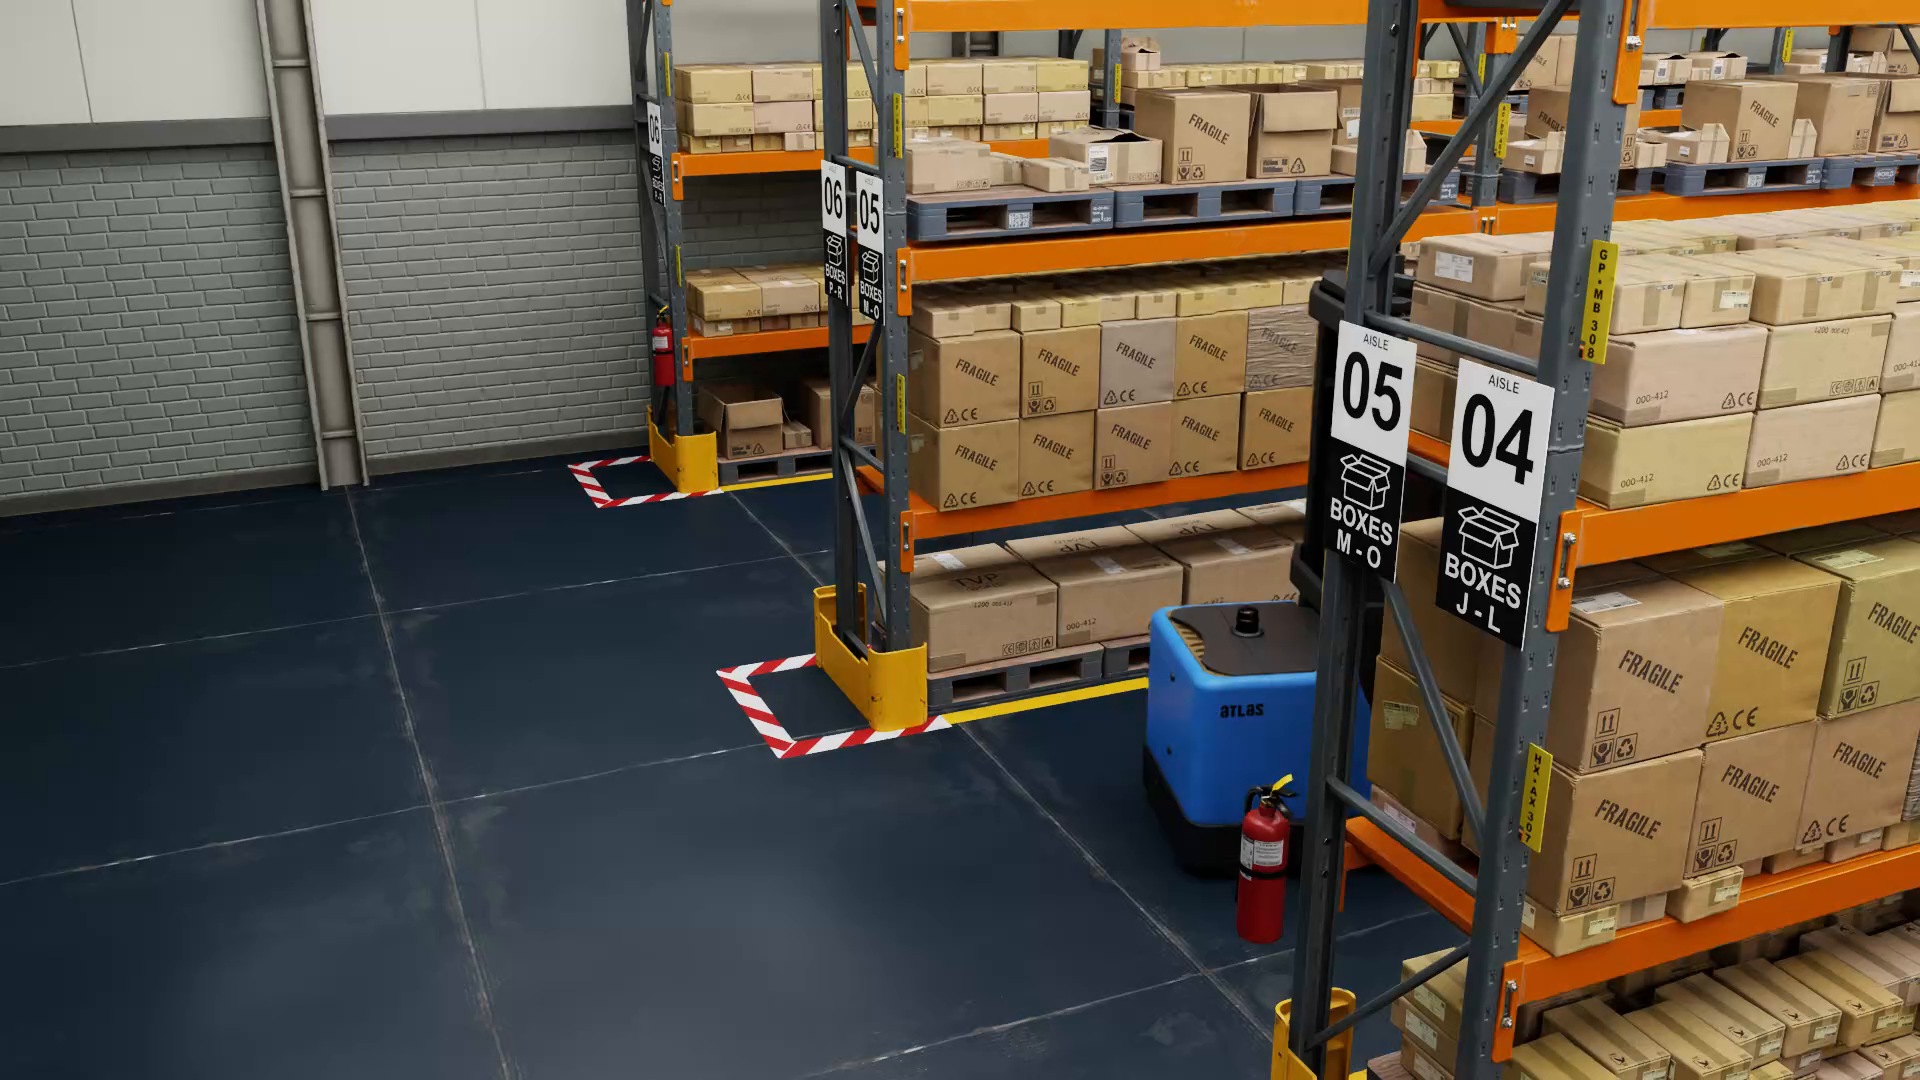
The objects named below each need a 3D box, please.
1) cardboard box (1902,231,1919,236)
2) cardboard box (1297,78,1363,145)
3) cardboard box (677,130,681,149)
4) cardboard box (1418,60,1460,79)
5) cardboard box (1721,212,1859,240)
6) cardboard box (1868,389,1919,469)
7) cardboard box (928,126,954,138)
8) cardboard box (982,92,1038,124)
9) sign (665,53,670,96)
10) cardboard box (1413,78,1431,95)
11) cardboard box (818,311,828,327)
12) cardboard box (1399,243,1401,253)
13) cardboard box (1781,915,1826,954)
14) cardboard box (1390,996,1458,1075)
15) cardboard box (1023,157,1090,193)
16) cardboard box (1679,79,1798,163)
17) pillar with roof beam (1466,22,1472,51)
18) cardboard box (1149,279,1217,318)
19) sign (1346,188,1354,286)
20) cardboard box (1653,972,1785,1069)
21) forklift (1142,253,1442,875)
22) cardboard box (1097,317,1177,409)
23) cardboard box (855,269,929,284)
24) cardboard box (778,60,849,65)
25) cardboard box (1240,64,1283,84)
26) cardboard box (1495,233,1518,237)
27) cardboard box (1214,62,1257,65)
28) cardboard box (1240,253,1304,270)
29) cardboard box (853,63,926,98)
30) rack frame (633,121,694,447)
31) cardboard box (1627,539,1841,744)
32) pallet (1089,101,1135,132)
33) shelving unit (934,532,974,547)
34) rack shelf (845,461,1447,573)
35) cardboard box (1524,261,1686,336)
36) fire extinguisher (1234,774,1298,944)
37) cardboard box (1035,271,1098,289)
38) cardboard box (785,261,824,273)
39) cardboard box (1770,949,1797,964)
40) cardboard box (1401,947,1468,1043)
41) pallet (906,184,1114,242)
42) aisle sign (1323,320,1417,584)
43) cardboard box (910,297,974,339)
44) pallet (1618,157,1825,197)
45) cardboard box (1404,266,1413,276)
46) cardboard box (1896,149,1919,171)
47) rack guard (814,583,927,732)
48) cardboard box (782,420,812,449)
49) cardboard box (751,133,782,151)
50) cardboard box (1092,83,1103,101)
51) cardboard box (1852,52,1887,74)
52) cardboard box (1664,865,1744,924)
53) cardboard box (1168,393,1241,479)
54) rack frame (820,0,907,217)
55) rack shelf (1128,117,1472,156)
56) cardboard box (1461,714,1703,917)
[{"bbox_3d":[3.337,-0.919,5.471,0.250,0.149,0.380,-7,21,-20],"label":"cardboard box"},{"bbox_3d":[2.508,-2.699,10.720,0.500,0.500,0.500,-8,21,-21],"label":"cardboard box"},{"bbox_3d":[-2.309,-3.401,14.026,0.250,0.149,0.380,-8,21,-20],"label":"cardboard box"},{"bbox_3d":[4.636,-4.581,16.177,0.250,0.149,0.380,-7,21,-20],"label":"cardboard box"},{"bbox_3d":[2.889,-1.042,5.822,0.250,0.149,0.380,-8,21,-21],"label":"cardboard box"},{"bbox_3d":[2.978,-0.447,5.485,0.500,0.250,0.500,-9,21,-24],"label":"cardboard box"},{"bbox_3d":[-0.241,-3.521,14.367,0.250,0.149,0.380,-8,21,-21],"label":"cardboard box"},{"bbox_3d":[0.345,-3.791,14.533,0.500,0.250,0.500,-9,21,-24],"label":"cardboard box"},{"bbox_3d":[-2.296,-3.653,13.049,0.005,0.325,0.100,-8,21,-22],"label":"sign"},{"bbox_3d":[4.359,-4.428,16.191,0.250,0.149,0.380,-9,21,-23],"label":"cardboard box"},{"bbox_3d":[-1.160,-1.977,14.498,0.250,0.149,0.380,-8,21,-21],"label":"cardboard box"},{"bbox_3d":[3.994,-2.934,16.432,0.500,0.250,0.500,-9,21,-24],"label":"cardboard box"},{"bbox_3d":[3.341,1.537,6.903,0.250,0.149,0.380,-8,21,-22],"label":"cardboard box"},{"bbox_3d":[1.883,1.868,6.414,0.250,0.149,0.380,-9,21,-23],"label":"cardboard box"},{"bbox_3d":[0.549,-2.093,9.529,0.250,0.149,0.380,-7,21,-20],"label":"cardboard box"},{"bbox_3d":[5.301,-2.871,11.359,0.500,0.500,0.500,-8,21,-21],"label":"cardboard box"},{"bbox_3d":[7.380,-5.007,13.694,0.400,9.000,9.100,-8,21,-22],"label":"pillar with roof beam"},{"bbox_3d":[1.335,-1.457,10.010,0.250,0.149,0.380,-9,21,-23],"label":"cardboard box"},{"bbox_3d":[1.310,-0.987,5.458,0.005,0.325,0.100,-8,21,-22],"label":"sign"},{"bbox_3d":[2.810,1.794,6.176,0.250,0.149,0.380,-9,21,-25],"label":"cardboard box"},{"bbox_3d":[2.551,0.073,8.402,3.031,2.935,1.130,-3,20,-7],"label":"forklift"},{"bbox_3d":[0.953,-1.114,10.013,0.500,0.500,0.500,-8,21,-22],"label":"cardboard box"},{"bbox_3d":[-0.600,-2.247,14.664,0.500,0.250,0.500,-9,21,-23],"label":"cardboard box"},{"bbox_3d":[-1.267,-3.995,14.360,0.500,0.250,0.500,-8,21,-21],"label":"cardboard box"},{"bbox_3d":[2.766,-4.296,15.337,0.250,0.149,0.380,-8,21,-22],"label":"cardboard box"},{"bbox_3d":[5.349,-3.185,17.026,0.500,0.250,0.500,-8,21,-22],"label":"cardboard box"},{"bbox_3d":[2.598,-4.429,15.716,0.250,0.149,0.380,-8,21,-22],"label":"cardboard box"},{"bbox_3d":[2.039,-1.768,10.894,0.250,0.149,0.380,-8,21,-22],"label":"cardboard box"},{"bbox_3d":[-0.610,-3.895,14.077,0.500,0.250,0.500,-8,21,-20],"label":"cardboard box"},{"bbox_3d":[-2.511,-1.992,14.162,0.127,3.000,1.000,-8,21,-22],"label":"rack frame"},{"bbox_3d":[2.490,0.312,5.515,0.500,0.500,0.500,-8,21,-20],"label":"cardboard box"},{"bbox_3d":[1.788,-3.908,15.372,1.003,0.211,1.213,-8,21,-22],"label":"pallet"},{"bbox_3d":[-0.049,-0.488,12.828,0.252,1.050,0.215,-8,21,-22],"label":"shelving unit"},{"bbox_3d":[1.295,-0.402,10.731,4.000,0.370,1.077,-8,21,-22],"label":"rack shelf"},{"bbox_3d":[1.900,-0.723,4.916,0.250,0.149,0.380,-8,21,-22],"label":"cardboard box"},{"bbox_3d":[1.098,1.122,5.995,0.183,0.674,0.296,-8,21,-22],"label":"fire extinguisher"},{"bbox_3d":[0.651,-1.545,10.261,0.250,0.149,0.380,-8,21,-22],"label":"cardboard box"},{"bbox_3d":[-1.263,-2.334,14.912,0.500,0.250,0.500,-7,21,-20],"label":"cardboard box"},{"bbox_3d":[3.315,1.654,7.021,0.250,0.149,0.380,-8,21,-21],"label":"cardboard box"},{"bbox_3d":[1.898,1.737,6.337,0.250,0.149,0.380,-8,21,-21],"label":"cardboard box"},{"bbox_3d":[0.135,-1.952,9.667,1.213,0.211,1.003,-8,21,-22],"label":"pallet"},{"bbox_3d":[1.326,-0.290,5.416,0.004,0.787,0.394,-8,21,-22],"label":"aisle sign"},{"bbox_3d":[-0.106,-1.266,9.467,0.250,0.149,0.380,-8,21,-21],"label":"cardboard box"},{"bbox_3d":[5.208,-2.608,11.680,1.213,0.211,1.003,-7,21,-19],"label":"pallet"},{"bbox_3d":[2.689,-1.690,10.673,0.250,0.149,0.380,-8,21,-21],"label":"cardboard box"},{"bbox_3d":[7.161,-2.817,12.367,0.250,0.149,0.380,-8,21,-22],"label":"cardboard box"},{"bbox_3d":[-0.564,0.704,10.271,0.348,0.500,1.175,-8,21,-22],"label":"rack guard"},{"bbox_3d":[-1.507,-0.941,14.837,0.250,0.149,0.380,-9,21,-24],"label":"cardboard box"},{"bbox_3d":[-1.654,-3.330,13.825,0.250,0.149,0.380,-8,21,-22],"label":"cardboard box"},{"bbox_3d":[1.412,-4.120,15.287,0.250,0.149,0.380,-8,21,-22],"label":"cardboard box"},{"bbox_3d":[9.990,-5.270,18.375,0.258,0.266,0.396,-9,21,-23],"label":"cardboard box"},{"bbox_3d":[2.425,1.128,5.679,0.250,0.149,0.380,-9,21,-23],"label":"cardboard box"},{"bbox_3d":[1.394,-0.709,10.368,0.500,0.500,0.500,-7,21,-20],"label":"cardboard box"},{"bbox_3d":[-0.542,-3.308,8.868,0.127,3.000,1.000,-8,21,-22],"label":"rack frame"},{"bbox_3d":[2.998,-3.857,16.025,4.000,0.370,1.077,-8,21,-22],"label":"rack shelf"},{"bbox_3d":[2.033,0.855,5.478,0.500,0.500,0.500,-7,21,-19],"label":"cardboard box"}]
